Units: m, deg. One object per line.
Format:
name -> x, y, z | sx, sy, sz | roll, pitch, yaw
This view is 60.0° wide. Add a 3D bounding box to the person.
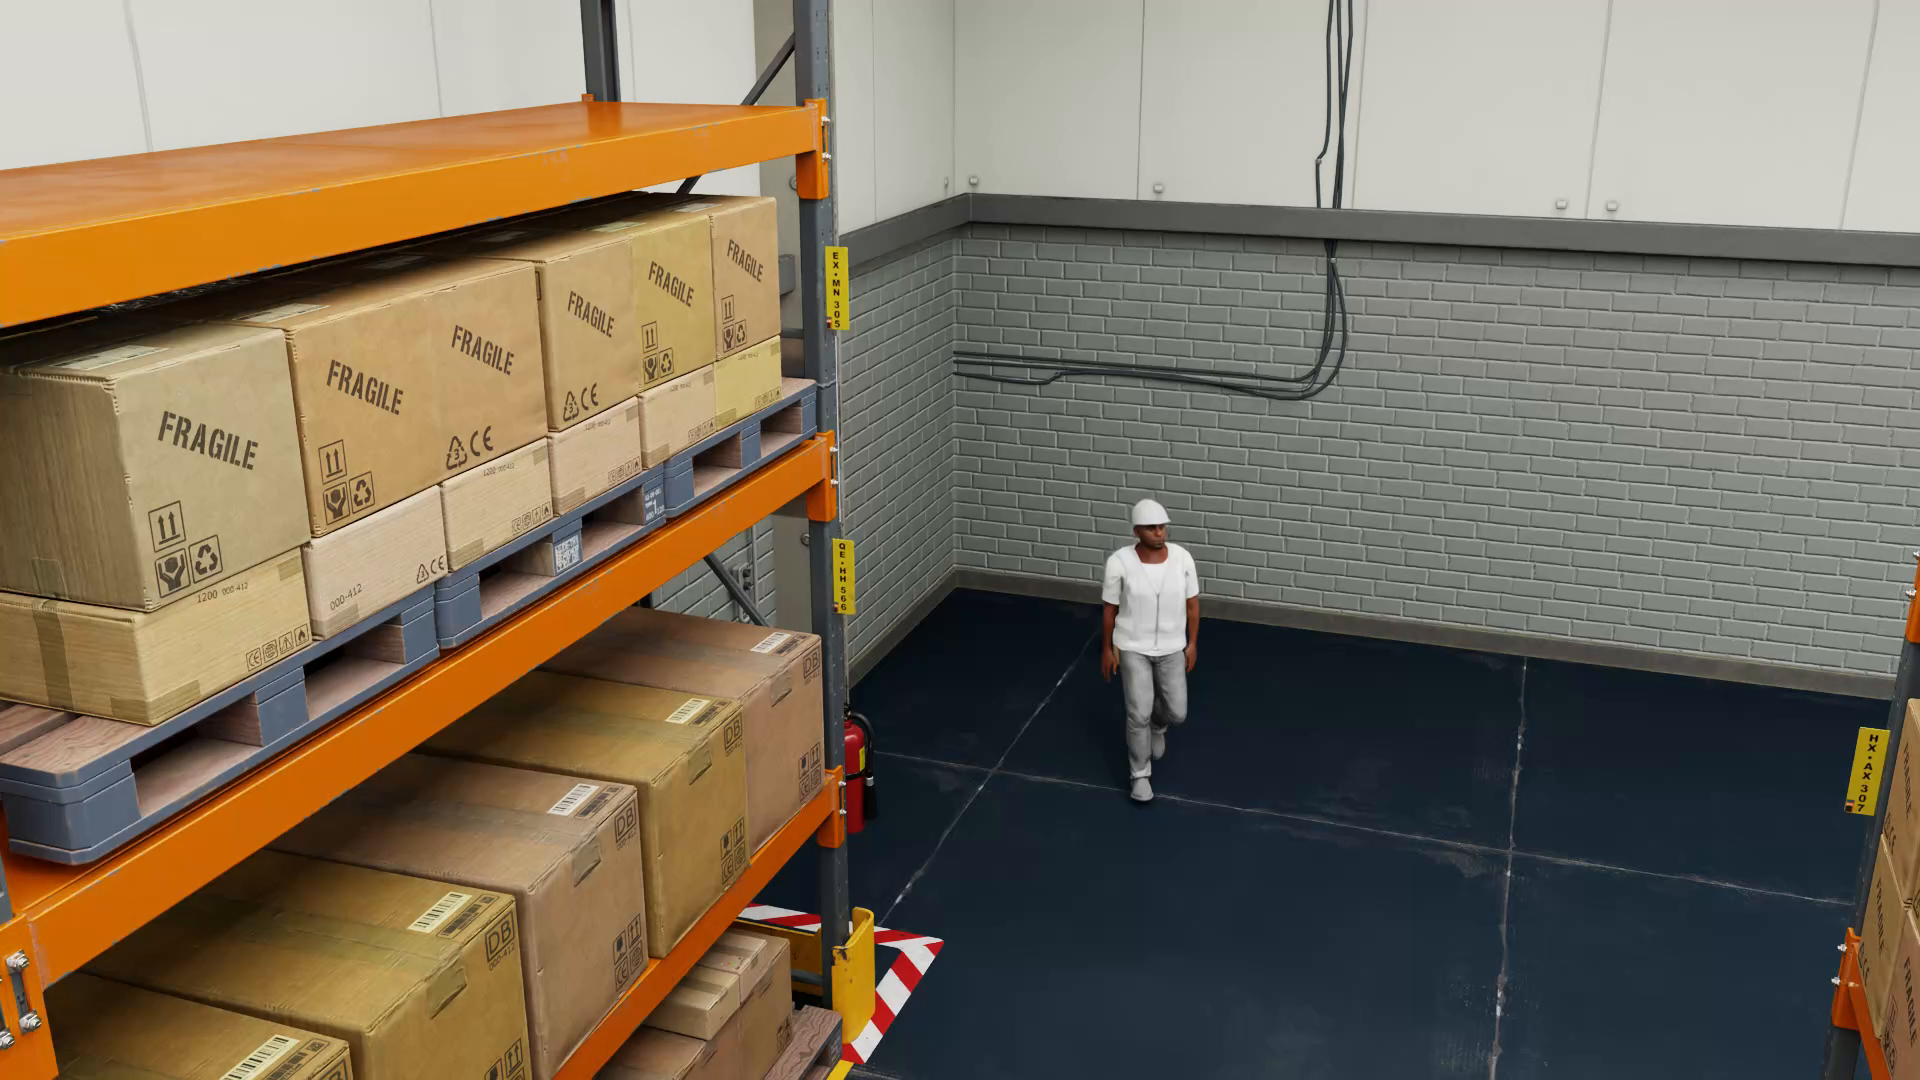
person -> 1.103, 0.607, 9.666 | 0.588, 1.748, 0.679 | -2, 19, -7
